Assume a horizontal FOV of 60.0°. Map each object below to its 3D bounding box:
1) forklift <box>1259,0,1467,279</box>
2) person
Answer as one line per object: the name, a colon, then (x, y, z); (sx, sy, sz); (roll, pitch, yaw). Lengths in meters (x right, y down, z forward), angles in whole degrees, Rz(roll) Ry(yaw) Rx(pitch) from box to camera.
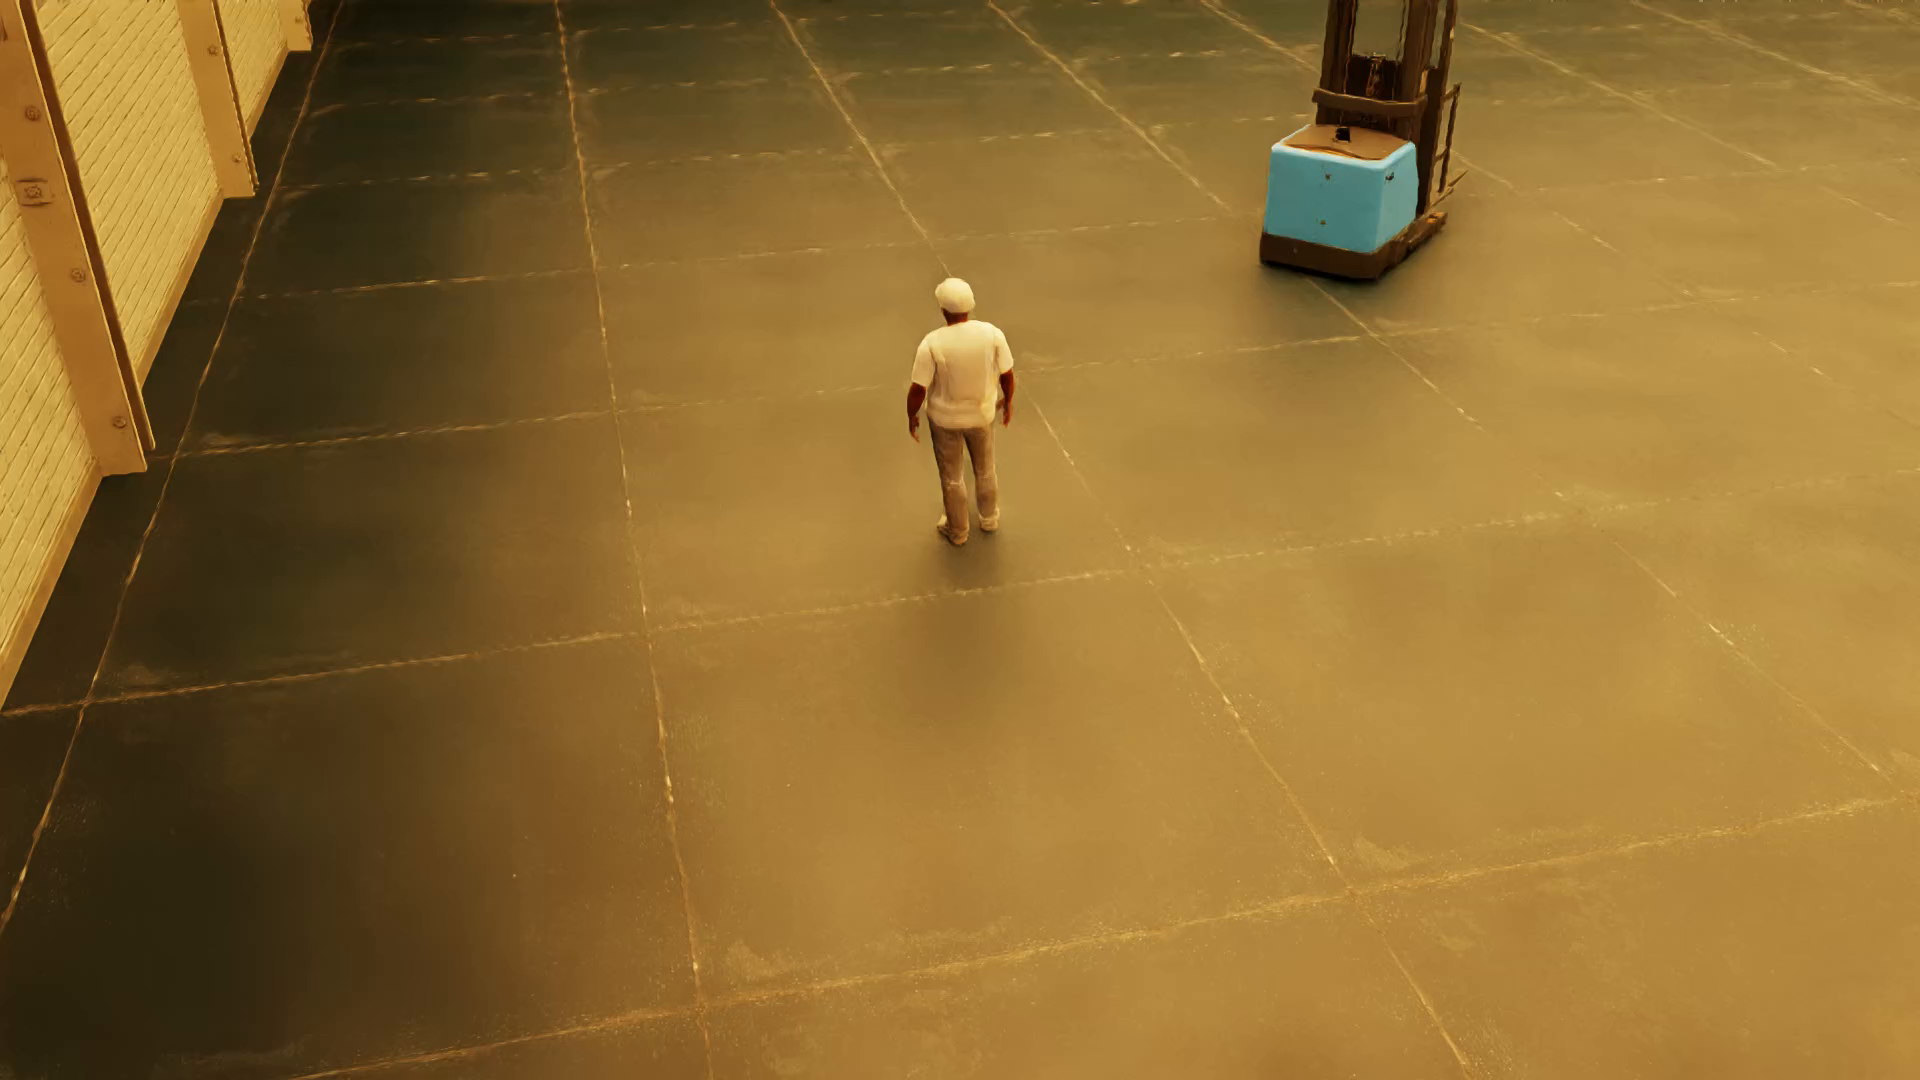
forklift: (3.875, -4.188, 14.809); (1.130, 2.935, 3.031); (18, 35, 28)
person: (-0.011, -0.805, 10.114); (0.665, 1.766, 0.576); (-7, 31, -12)
